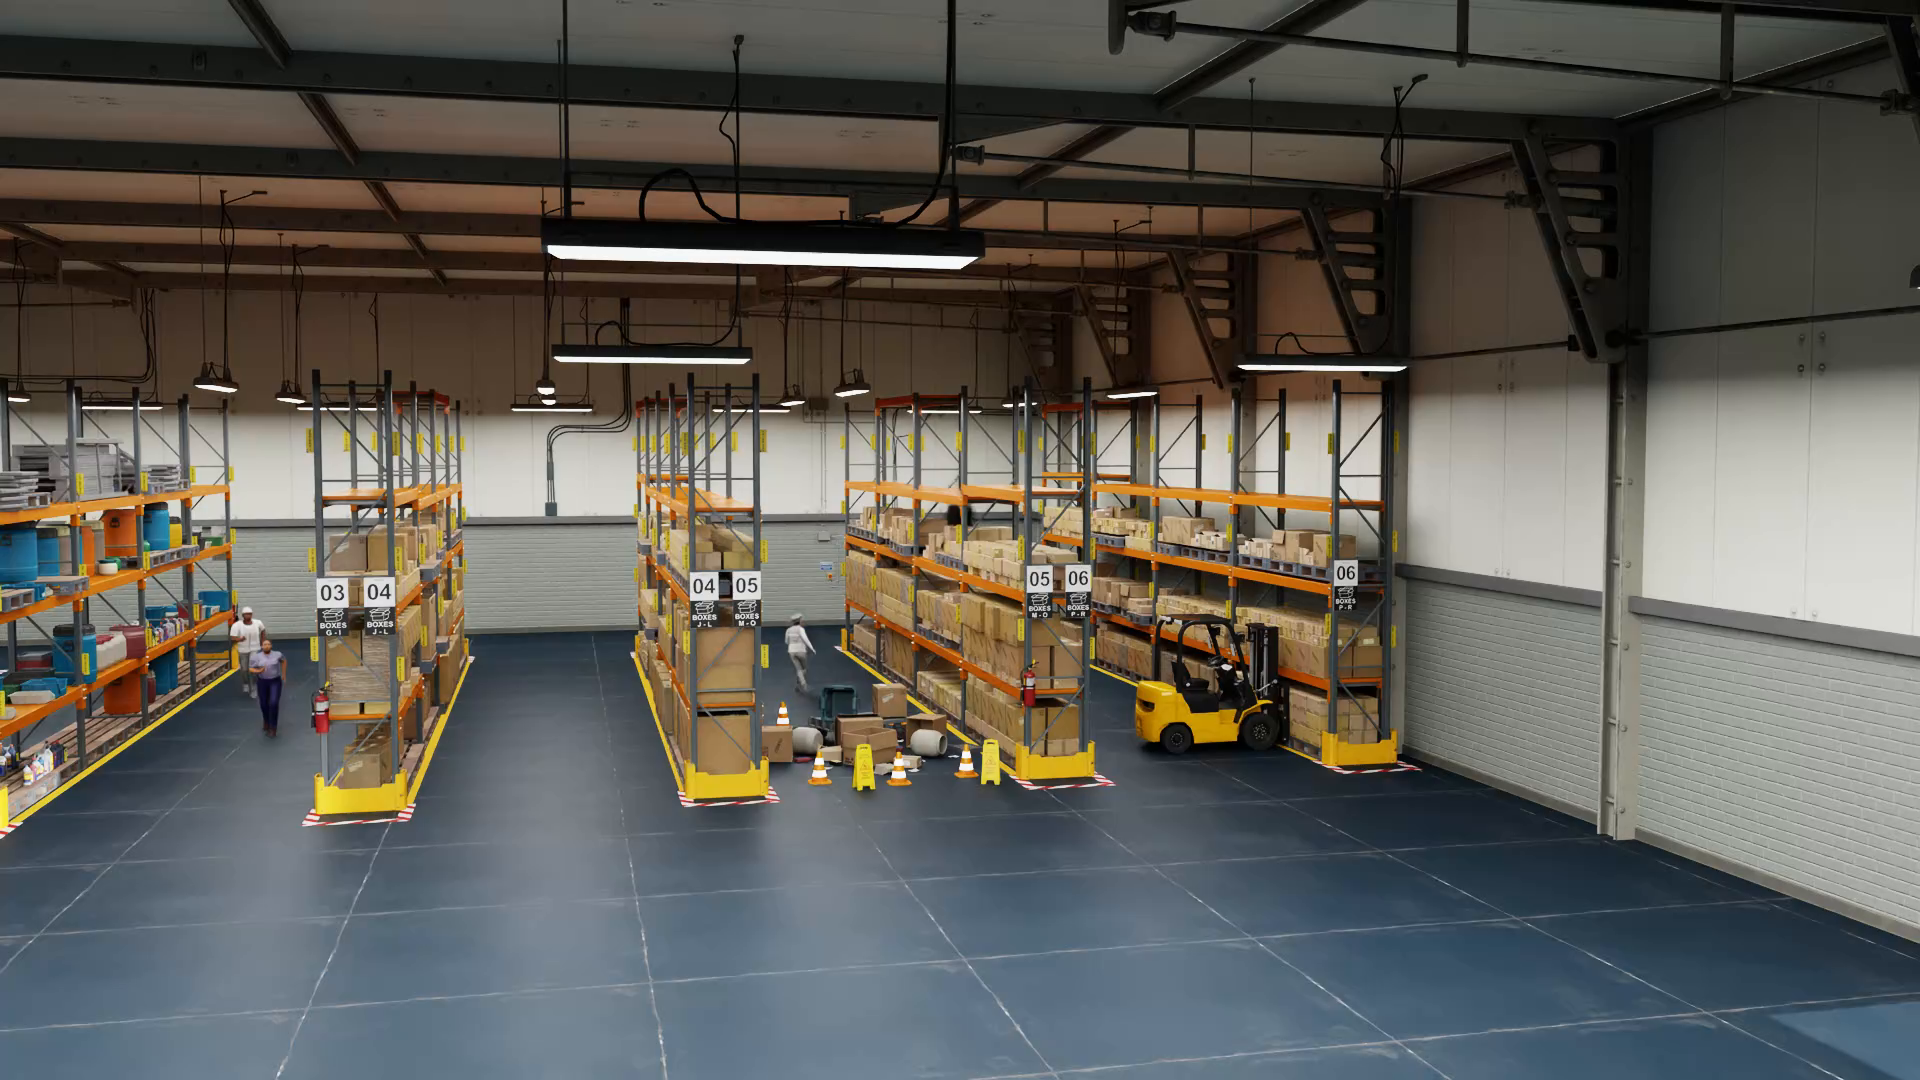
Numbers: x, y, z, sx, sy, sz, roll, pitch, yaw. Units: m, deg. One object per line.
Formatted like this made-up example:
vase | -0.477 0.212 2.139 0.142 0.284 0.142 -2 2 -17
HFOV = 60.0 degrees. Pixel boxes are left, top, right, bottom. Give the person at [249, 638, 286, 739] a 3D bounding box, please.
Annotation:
person | -11.899 2.520 28.594 0.556 1.695 0.855 -1 3 -15

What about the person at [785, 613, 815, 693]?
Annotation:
person | -3.237 2.297 33.329 0.716 1.632 0.612 1 3 17

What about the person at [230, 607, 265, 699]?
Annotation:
person | -14.059 2.224 32.860 0.658 1.825 0.855 -1 4 -24
